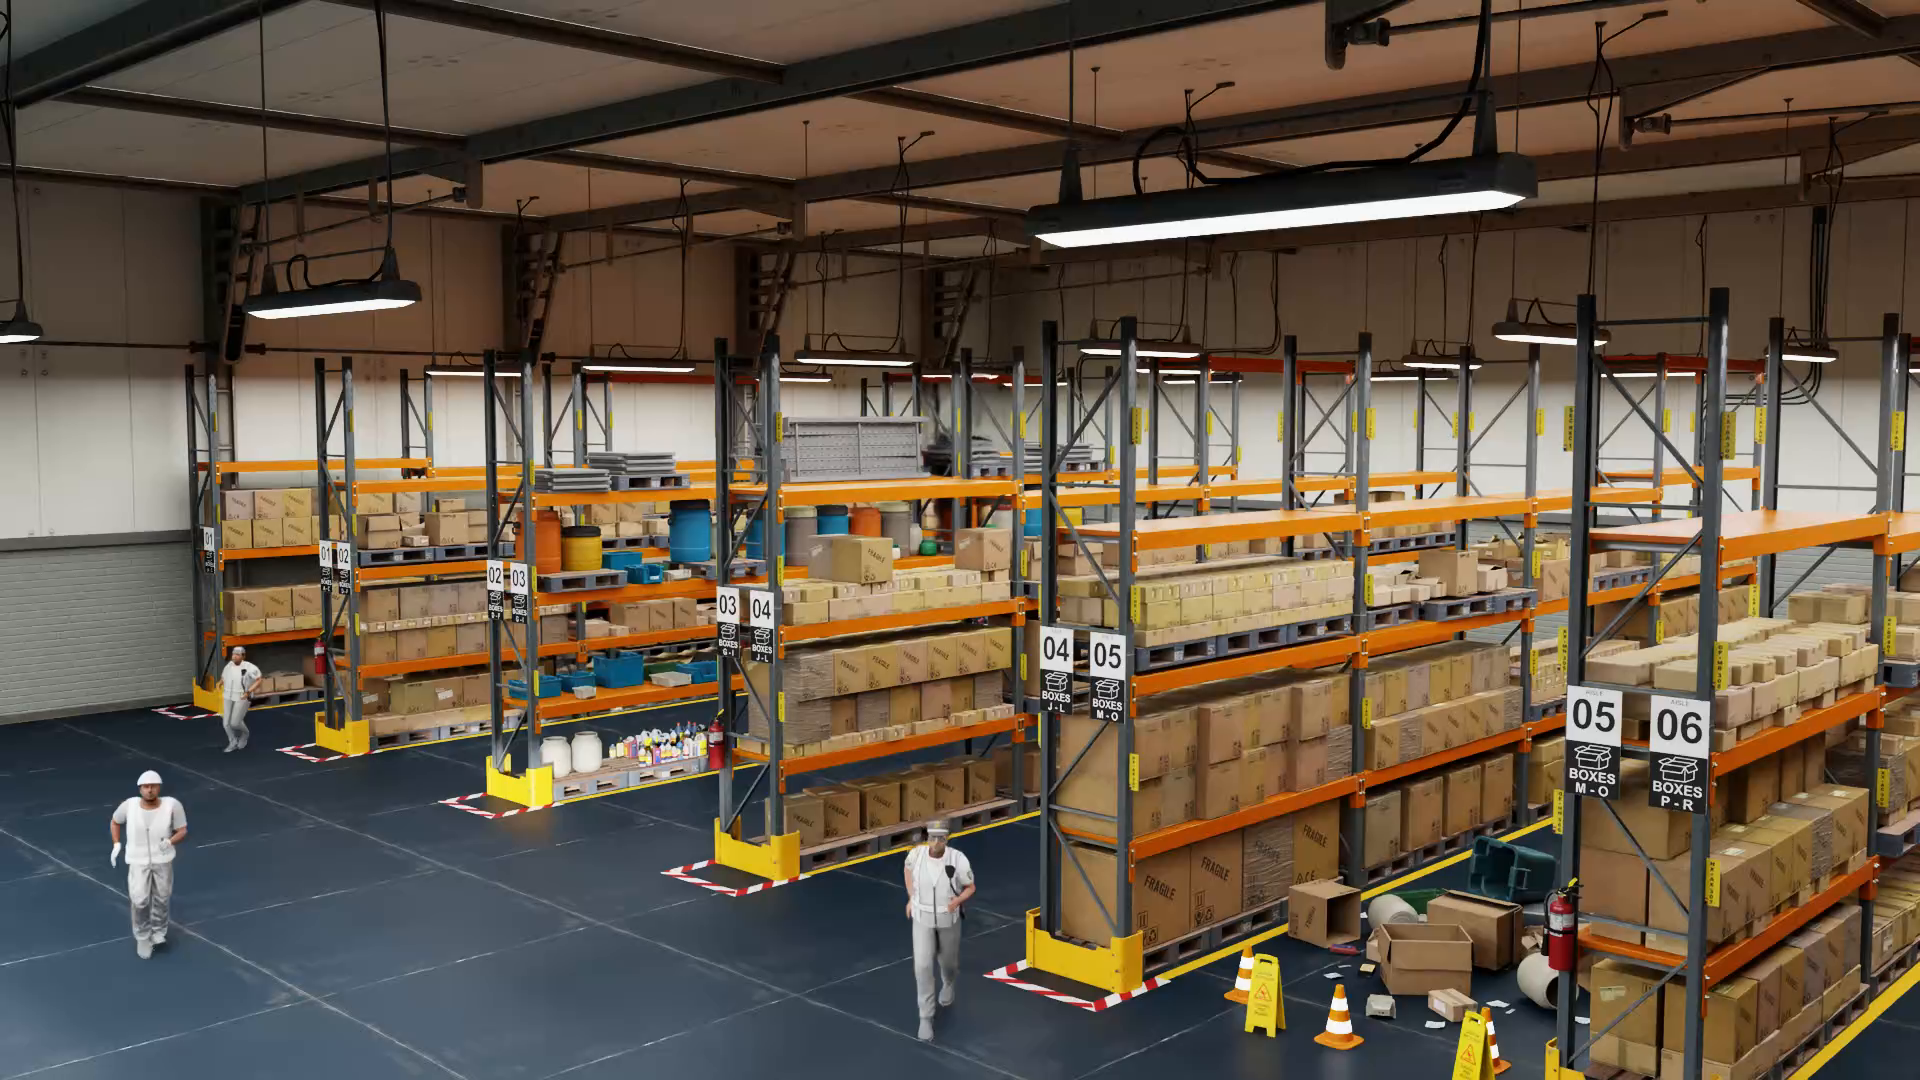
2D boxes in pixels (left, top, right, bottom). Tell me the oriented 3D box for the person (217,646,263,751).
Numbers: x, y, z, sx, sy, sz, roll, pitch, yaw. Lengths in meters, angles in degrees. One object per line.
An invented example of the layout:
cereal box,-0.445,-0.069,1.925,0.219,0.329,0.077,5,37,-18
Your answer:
person,-10.991,2.423,25.285,0.619,1.614,0.564,1,4,9

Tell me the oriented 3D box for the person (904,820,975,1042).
person,-0.176,3.214,14.086,0.617,1.796,0.966,0,4,2

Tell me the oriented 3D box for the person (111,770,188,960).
person,-7.676,3.072,15.762,0.660,1.790,0.800,-2,5,-28

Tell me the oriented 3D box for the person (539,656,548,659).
person,-7.509,2.022,30.076,0.652,1.672,0.629,4,6,40
